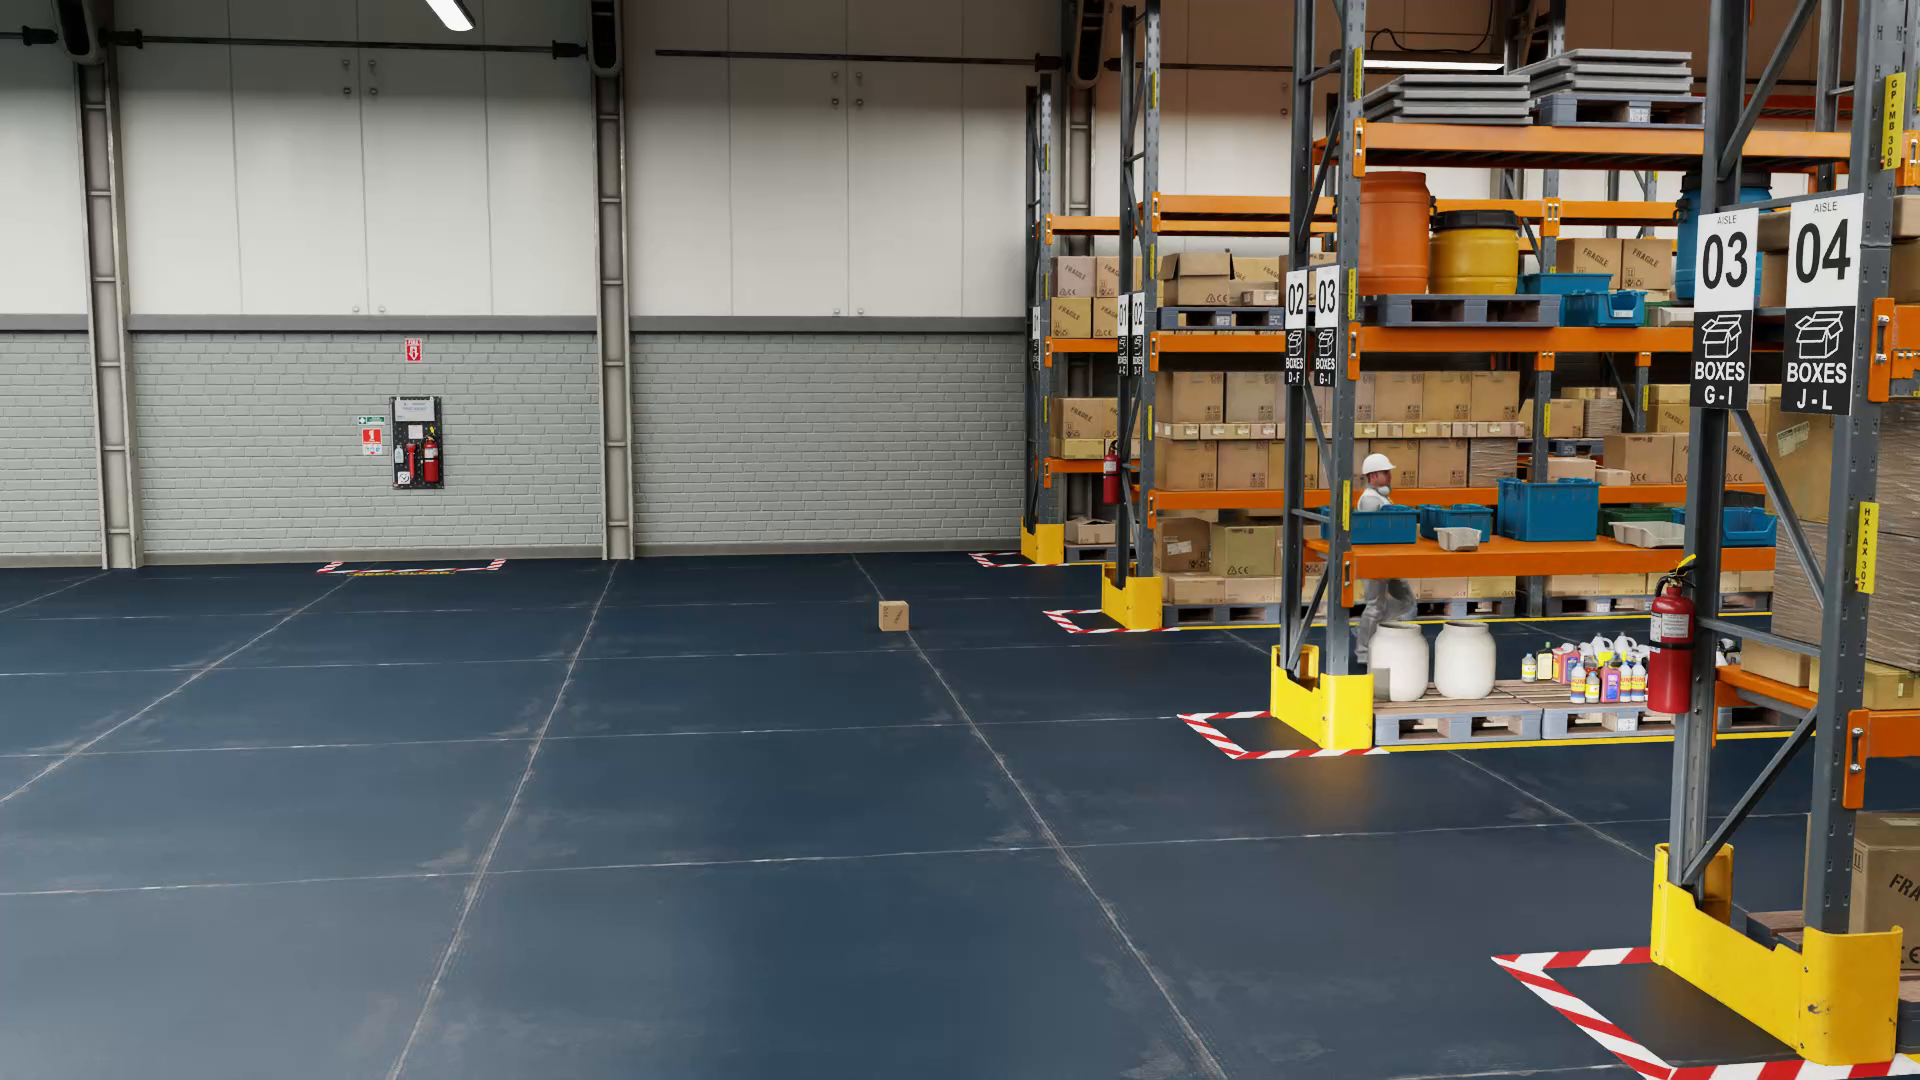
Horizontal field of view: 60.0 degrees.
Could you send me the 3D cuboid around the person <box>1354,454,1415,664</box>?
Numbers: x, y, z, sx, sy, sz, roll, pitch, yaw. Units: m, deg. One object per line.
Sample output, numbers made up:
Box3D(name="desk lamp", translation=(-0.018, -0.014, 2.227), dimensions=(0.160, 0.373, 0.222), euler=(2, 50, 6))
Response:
Box3D(name="person", translation=(3.549, 0.166, 13.894), dimensions=(0.459, 1.766, 0.578), euler=(3, 7, 24))
